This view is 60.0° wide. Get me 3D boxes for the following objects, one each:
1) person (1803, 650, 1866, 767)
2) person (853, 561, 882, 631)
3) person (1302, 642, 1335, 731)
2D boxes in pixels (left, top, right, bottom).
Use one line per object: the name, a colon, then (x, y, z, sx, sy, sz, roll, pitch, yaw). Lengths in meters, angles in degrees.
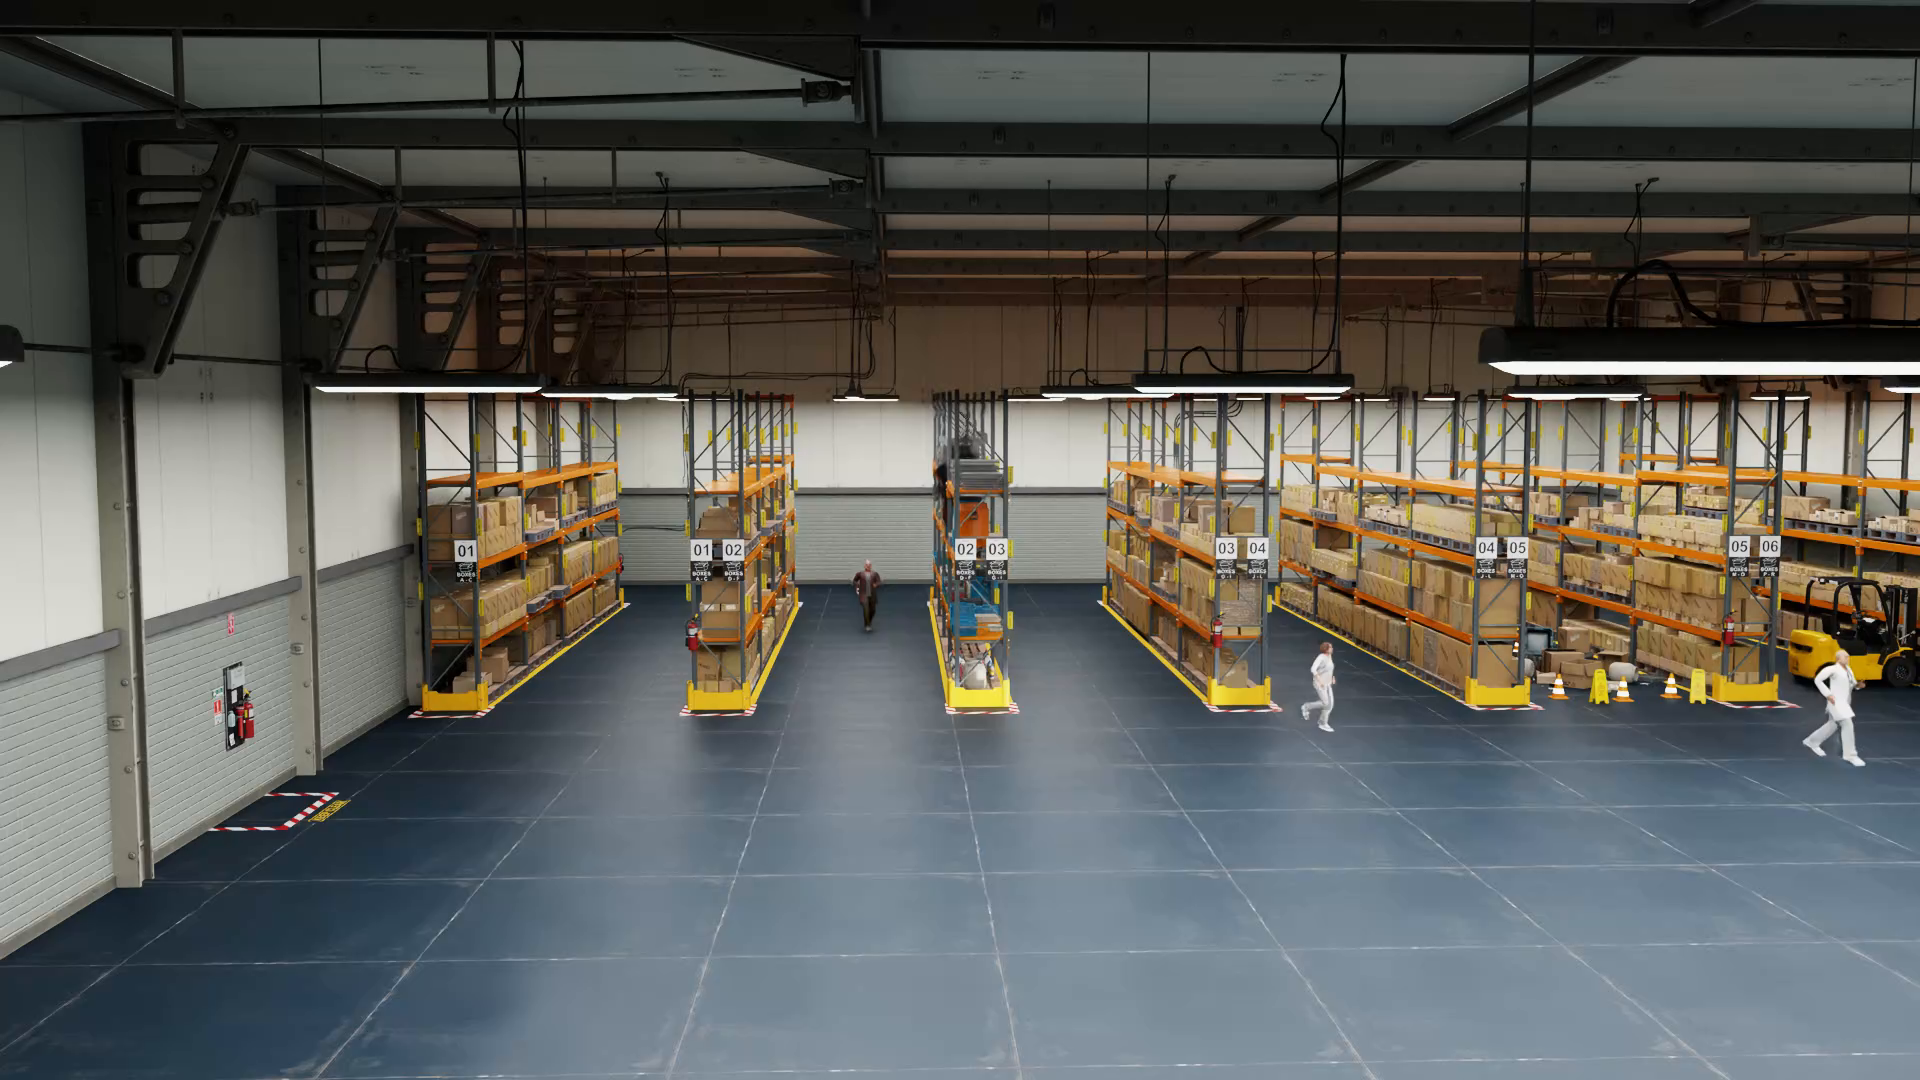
person: (14.082, 2.655, 26.682, 0.680, 1.815, 0.978, -4, 6, -43)
person: (-2.340, 1.406, 42.132, 0.718, 1.751, 0.982, -1, 5, -11)
person: (6.353, 2.564, 29.360, 0.598, 1.568, 0.561, 3, 6, 36)
